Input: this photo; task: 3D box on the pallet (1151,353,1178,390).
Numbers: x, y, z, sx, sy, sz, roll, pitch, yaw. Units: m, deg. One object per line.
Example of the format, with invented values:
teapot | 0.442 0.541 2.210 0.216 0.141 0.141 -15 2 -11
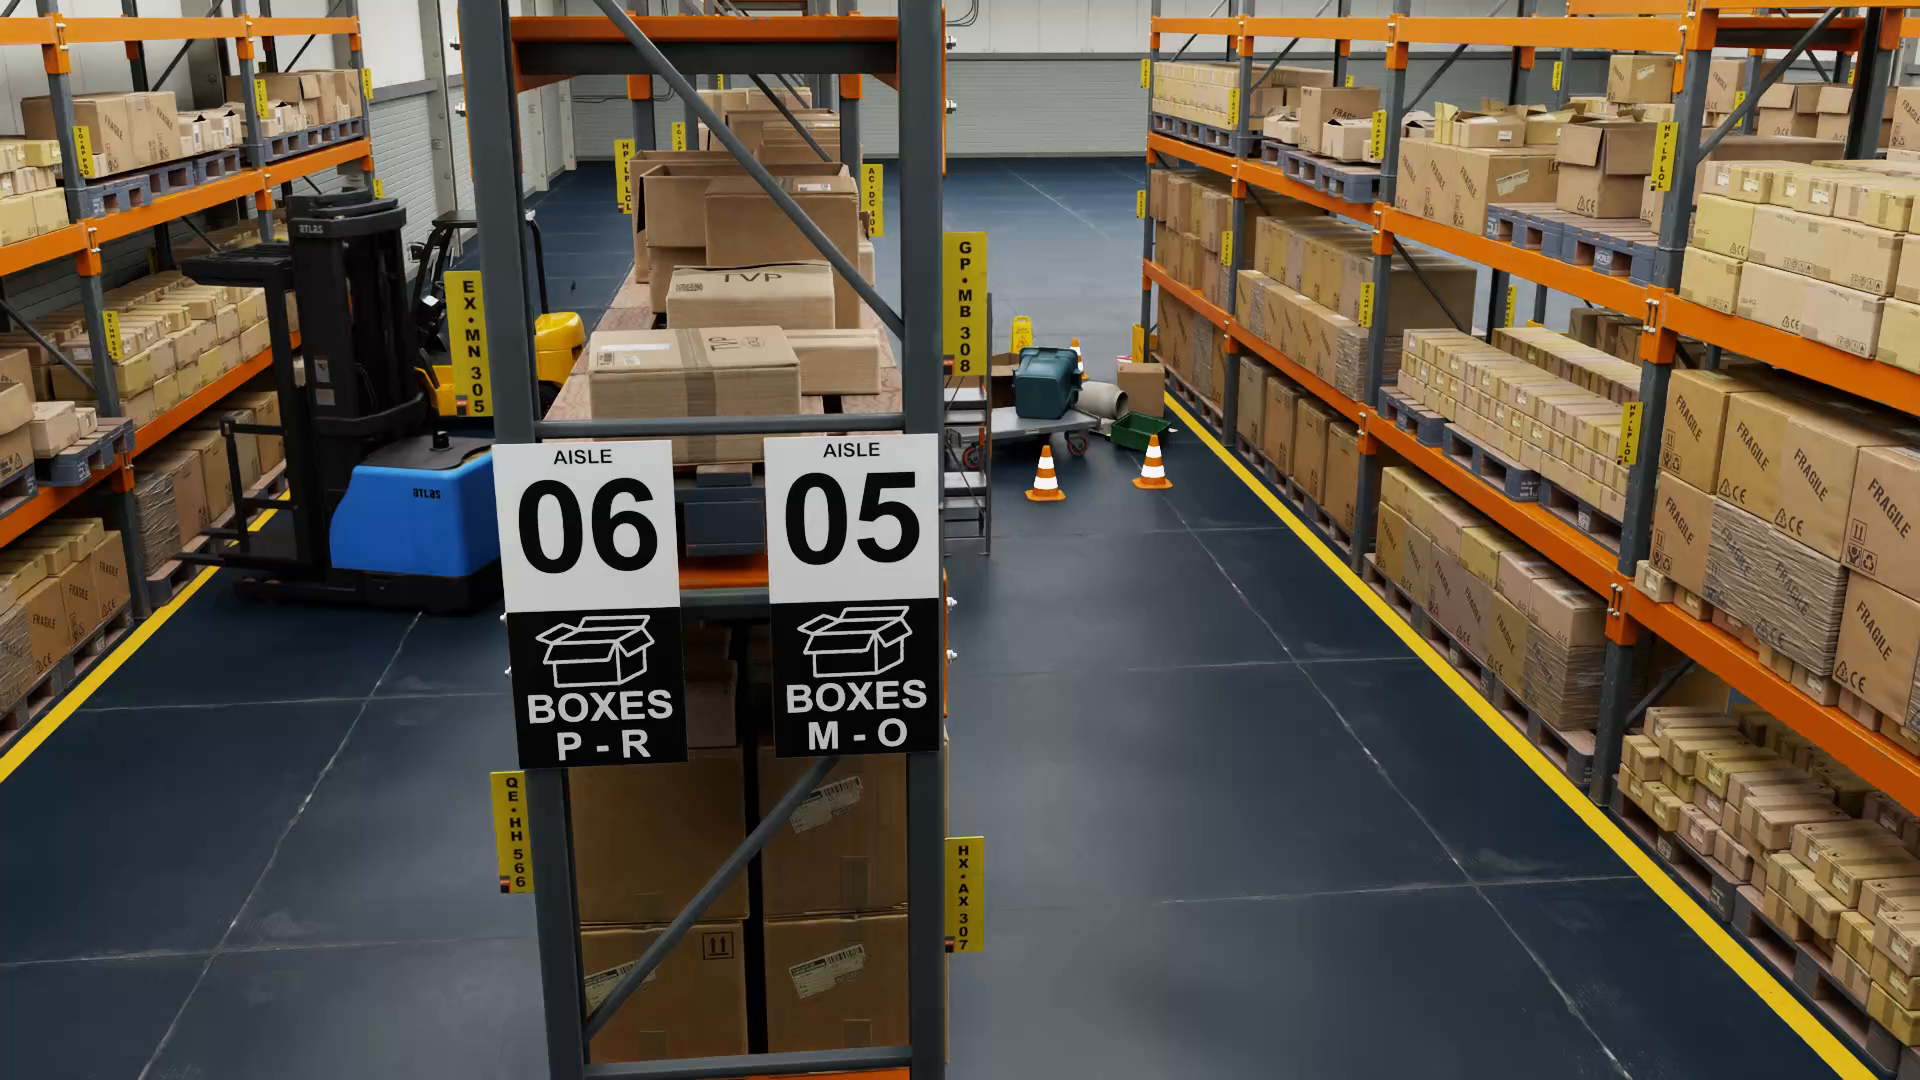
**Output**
pallet | 2.881 -2.016 19.745 1.003 0.211 1.213 -2 18 -6

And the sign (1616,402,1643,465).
sign | 3.407 -0.541 8.459 0.100 0.325 0.005 -2 18 -6

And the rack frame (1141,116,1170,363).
rack frame | 2.721 -3.582 20.078 1.000 3.000 0.127 -2 18 -6

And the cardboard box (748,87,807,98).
cardboard box | -1.593 -3.837 14.597 0.500 0.250 0.500 -1 17 -4

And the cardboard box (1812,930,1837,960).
cardboard box | 3.954 1.733 7.208 0.380 0.149 0.250 -1 17 -4

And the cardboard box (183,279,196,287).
cardboard box | -6.443 -2.164 14.312 0.380 0.149 0.250 -2 18 -6

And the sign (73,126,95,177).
sign | -5.764 -2.555 10.936 0.100 0.325 0.005 -2 18 -6

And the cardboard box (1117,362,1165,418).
cardboard box | 1.953 -1.629 18.029 0.500 0.500 0.500 1 17 4

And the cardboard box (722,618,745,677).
cardboard box | -0.912 0.552 5.074 0.500 0.500 0.500 -2 18 -5

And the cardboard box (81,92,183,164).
cardboard box | -6.241 -3.114 12.546 0.500 0.500 0.500 -1 17 -4

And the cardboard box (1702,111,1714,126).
cardboard box | 7.708 -4.305 16.960 0.380 0.149 0.250 -3 18 -8

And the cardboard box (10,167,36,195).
cardboard box | -6.021 -2.235 10.364 0.380 0.149 0.250 -2 18 -7

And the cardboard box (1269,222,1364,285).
cardboard box | 3.246 -2.614 15.159 0.700 0.500 0.500 -2 18 -7

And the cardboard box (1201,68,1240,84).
cardboard box | 2.673 -4.731 16.950 0.380 0.149 0.250 -2 18 -5

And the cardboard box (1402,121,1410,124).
cardboard box | 3.639 -3.178 13.166 0.500 0.250 0.500 -1 17 -4

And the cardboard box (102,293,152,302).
cardboard box | -6.815 -1.917 13.525 0.380 0.149 0.250 -2 18 -6

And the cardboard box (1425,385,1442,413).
cardboard box | 3.447 -0.979 11.506 0.380 0.149 0.250 -1 17 -3

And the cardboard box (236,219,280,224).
cardboard box | -7.280 -3.246 17.263 0.380 0.149 0.250 -2 18 -7

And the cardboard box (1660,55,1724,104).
cardboard box | 8.077 -5.110 18.441 0.500 0.500 0.500 -2 18 -6

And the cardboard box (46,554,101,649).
cardboard box | -6.005 0.400 10.867 0.500 0.500 0.500 -2 18 -6

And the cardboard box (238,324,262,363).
cardboard box | -6.347 -1.689 14.301 0.500 0.250 0.500 -2 18 -6

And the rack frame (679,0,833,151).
rack frame | -1.367 -3.878 11.005 1.000 3.000 0.127 -2 18 -6

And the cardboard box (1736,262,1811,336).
cardboard box | 3.805 -1.071 7.324 0.500 0.250 0.500 -2 18 -6

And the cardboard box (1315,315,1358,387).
cardboard box | 3.183 -1.521 13.346 0.500 0.500 0.500 -2 18 -6

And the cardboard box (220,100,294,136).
cardboard box | -6.560 -3.945 15.507 0.500 0.311 0.500 -1 17 -5

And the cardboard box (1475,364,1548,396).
cardboard box | 3.538 -1.027 10.667 0.380 0.149 0.250 -1 17 -4

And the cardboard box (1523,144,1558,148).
cardboard box | 3.922 -2.366 11.032 0.500 0.500 0.500 -2 18 -6

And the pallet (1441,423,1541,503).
pallet | 3.791 -0.518 10.640 1.003 0.211 1.213 -2 18 -6

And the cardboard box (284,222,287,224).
cardboard box | -6.718 -3.186 17.072 0.380 0.149 0.250 -2 17 -5

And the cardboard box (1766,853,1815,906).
cardboard box | 3.847 1.514 7.410 0.380 0.149 0.250 -2 18 -6

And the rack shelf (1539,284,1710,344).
rack shelf | 7.871 -2.766 18.680 1.077 0.370 4.000 -2 18 -6

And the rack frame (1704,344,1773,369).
rack frame | 8.078 -2.513 16.674 1.000 3.000 0.127 -2 18 -6

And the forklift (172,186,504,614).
forklift | -4.856 -1.087 12.245 3.031 2.935 1.130 4 18 13

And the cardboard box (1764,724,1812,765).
cardboard box | 4.320 1.042 8.415 0.380 0.149 0.250 -2 17 -5

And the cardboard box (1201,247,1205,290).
cardboard box | 3.066 -2.899 17.653 0.875 0.550 0.550 -2 18 -6

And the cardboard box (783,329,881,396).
cardboard box | -0.425 -0.522 4.877 0.380 0.149 0.250 -1 17 -4

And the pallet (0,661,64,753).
pallet | -6.142 1.056 9.962 1.003 0.211 1.213 -2 18 -6

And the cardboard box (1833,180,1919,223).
cardboard box | 3.853 -1.390 6.840 0.380 0.149 0.250 -2 18 -7

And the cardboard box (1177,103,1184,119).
cardboard box | 2.568 -4.653 18.034 0.380 0.149 0.250 -2 18 -6

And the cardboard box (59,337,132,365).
cardboard box | -6.044 -1.322 11.631 0.380 0.149 0.250 -1 17 -4

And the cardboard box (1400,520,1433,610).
cardboard box | 3.421 0.162 11.625 0.500 0.500 0.500 -2 17 -5

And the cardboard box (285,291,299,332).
cardboard box | -6.502 -2.241 15.639 0.500 0.500 0.500 -2 18 -7

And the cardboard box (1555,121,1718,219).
cardboard box | 3.930 -2.152 9.641 0.797 0.503 0.637 -2 18 -6

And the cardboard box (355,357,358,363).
cardboard box | -6.605 -1.784 17.406 0.500 0.250 0.500 -2 18 -6

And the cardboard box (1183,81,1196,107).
cardboard box | 2.673 -4.729 17.609 0.500 0.250 0.500 -2 18 -6

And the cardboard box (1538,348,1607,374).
cardboard box | 4.135 -1.198 11.212 0.380 0.149 0.250 -1 17 -4

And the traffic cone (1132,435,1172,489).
traffic cone | 1.770 -0.734 15.241 0.336 0.463 0.334 -2 18 -6

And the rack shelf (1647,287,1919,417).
rack shelf | 4.165 -0.499 6.451 1.077 0.370 4.000 -2 18 -6

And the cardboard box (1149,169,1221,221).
cardboard box | 2.721 -4.057 19.538 0.875 0.550 0.550 -2 18 -6

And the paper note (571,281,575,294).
paper note | -1.337 -0.873 5.735 0.006 0.032 0.123 -2 18 -6

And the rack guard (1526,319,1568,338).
rack guard | 7.673 -2.490 20.773 1.175 0.500 0.348 -2 18 -6

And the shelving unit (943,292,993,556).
shelving unit | 0.017 -0.952 13.205 0.431 2.100 0.503 -2 18 -6

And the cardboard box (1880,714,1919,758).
cardboard box | 3.968 0.752 6.695 0.380 0.149 0.250 -1 17 -5

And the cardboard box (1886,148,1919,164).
cardboard box | 8.083 -3.112 13.825 0.500 0.250 0.500 -1 17 -4

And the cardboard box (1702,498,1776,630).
cardboard box | 3.817 0.106 7.667 0.500 0.500 0.500 -2 18 -6

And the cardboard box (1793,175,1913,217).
cardboard box | 3.806 -1.467 7.084 0.380 0.149 0.250 -2 18 -7

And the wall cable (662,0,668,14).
wall cable | -7.346 -16.740 48.726 3.097 2.526 0.112 -2 18 -6

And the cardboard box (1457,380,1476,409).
cardboard box | 3.508 -0.961 10.952 0.380 0.149 0.250 -2 18 -6
